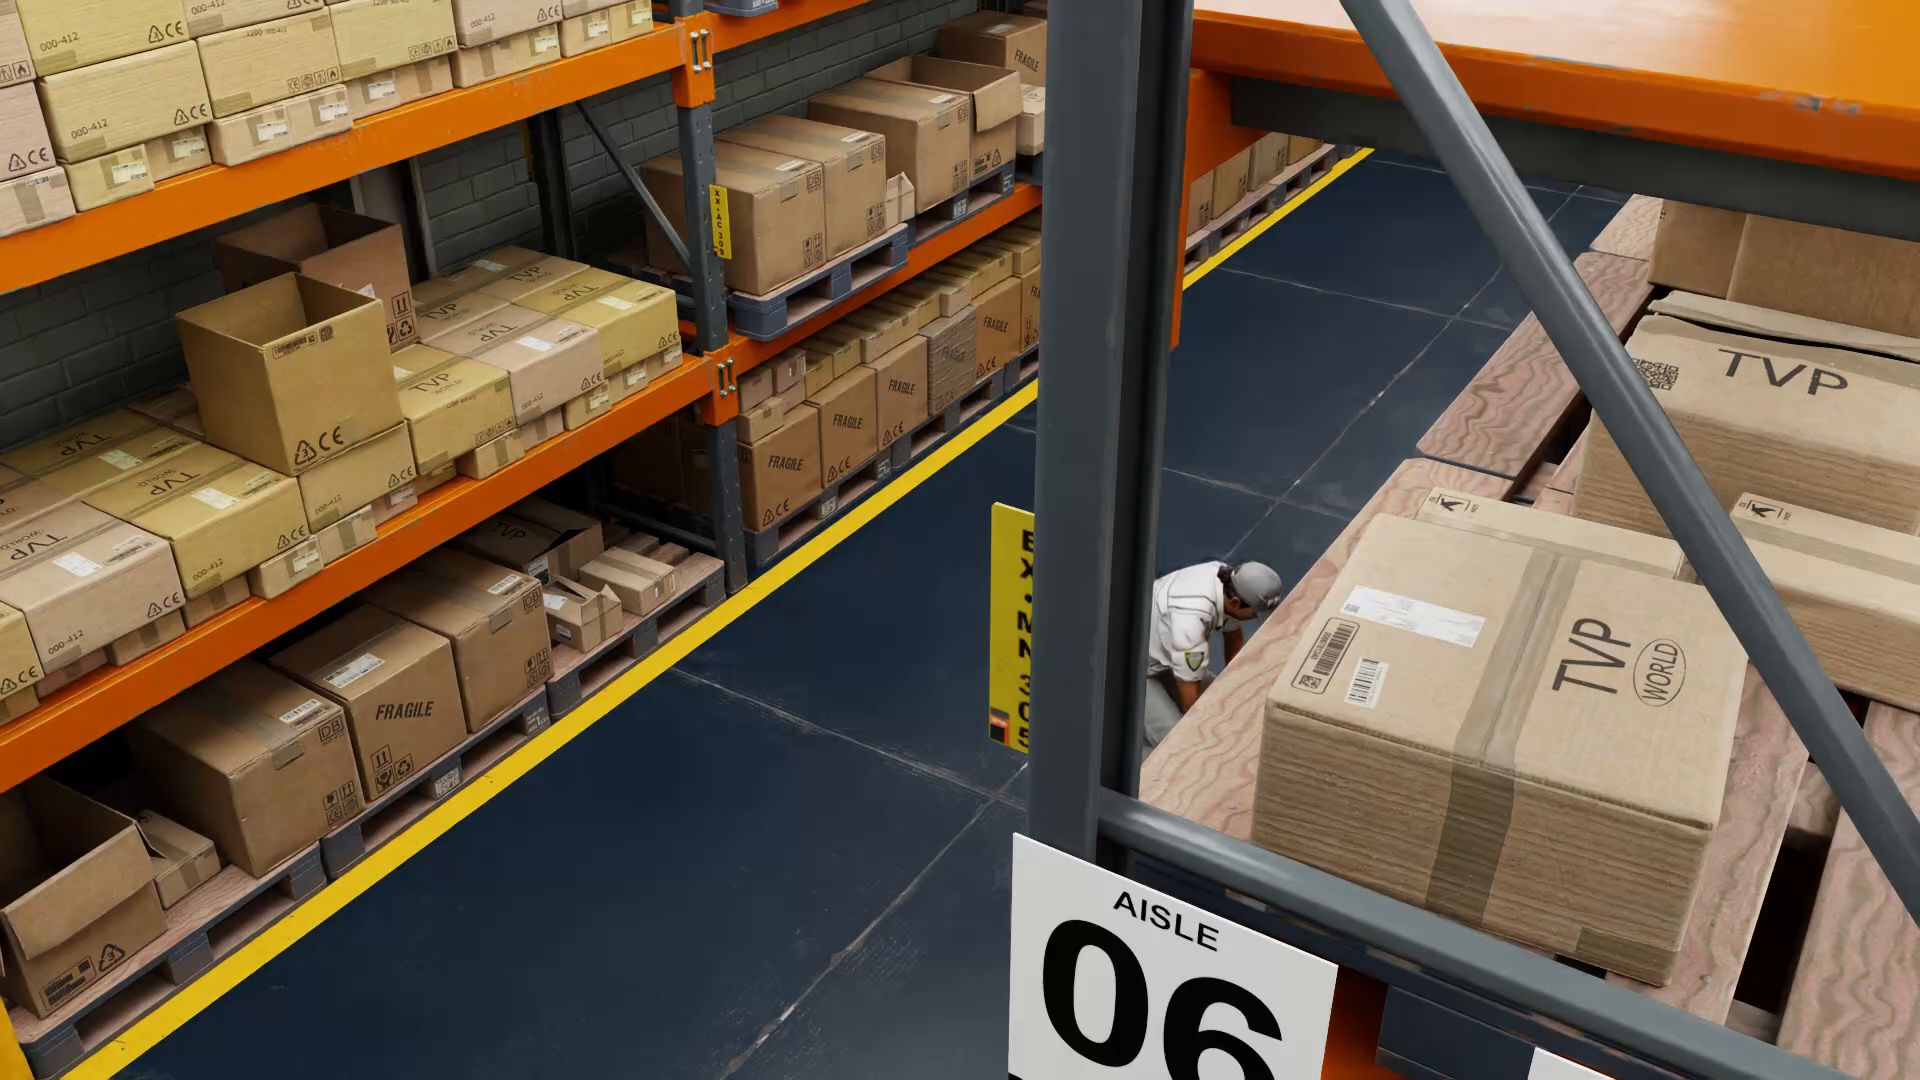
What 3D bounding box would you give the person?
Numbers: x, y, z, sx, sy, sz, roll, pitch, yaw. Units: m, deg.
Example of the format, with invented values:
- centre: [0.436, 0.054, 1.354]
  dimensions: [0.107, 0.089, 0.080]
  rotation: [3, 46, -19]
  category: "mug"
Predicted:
- centre: [0.875, 0.544, 6.668]
  dimensions: [0.806, 1.207, 0.536]
  rotation: [18, 35, 27]
  category: "person"
